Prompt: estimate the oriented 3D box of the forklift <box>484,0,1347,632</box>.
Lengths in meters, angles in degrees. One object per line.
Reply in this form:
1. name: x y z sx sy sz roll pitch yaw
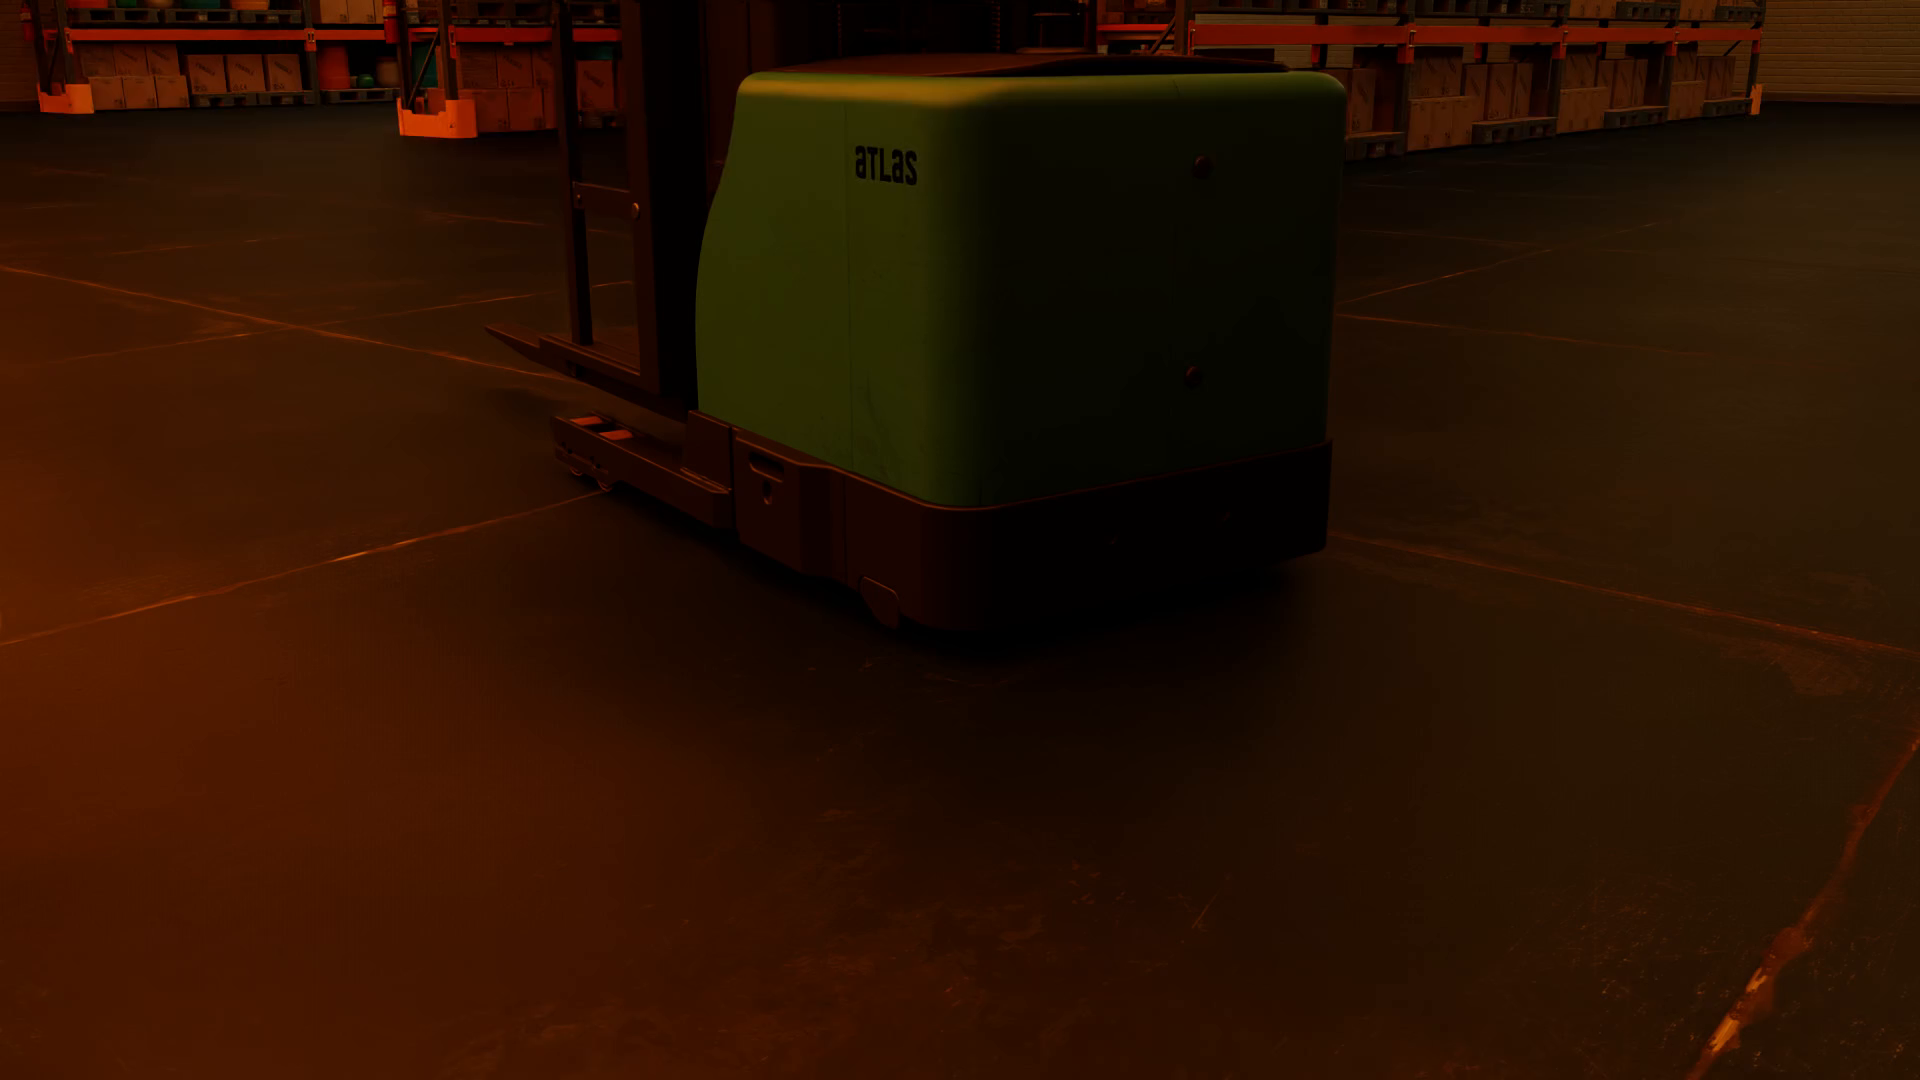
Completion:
1. forklift: -0.444 -1.597 4.155 1.130 2.935 3.031 -11 20 -33
